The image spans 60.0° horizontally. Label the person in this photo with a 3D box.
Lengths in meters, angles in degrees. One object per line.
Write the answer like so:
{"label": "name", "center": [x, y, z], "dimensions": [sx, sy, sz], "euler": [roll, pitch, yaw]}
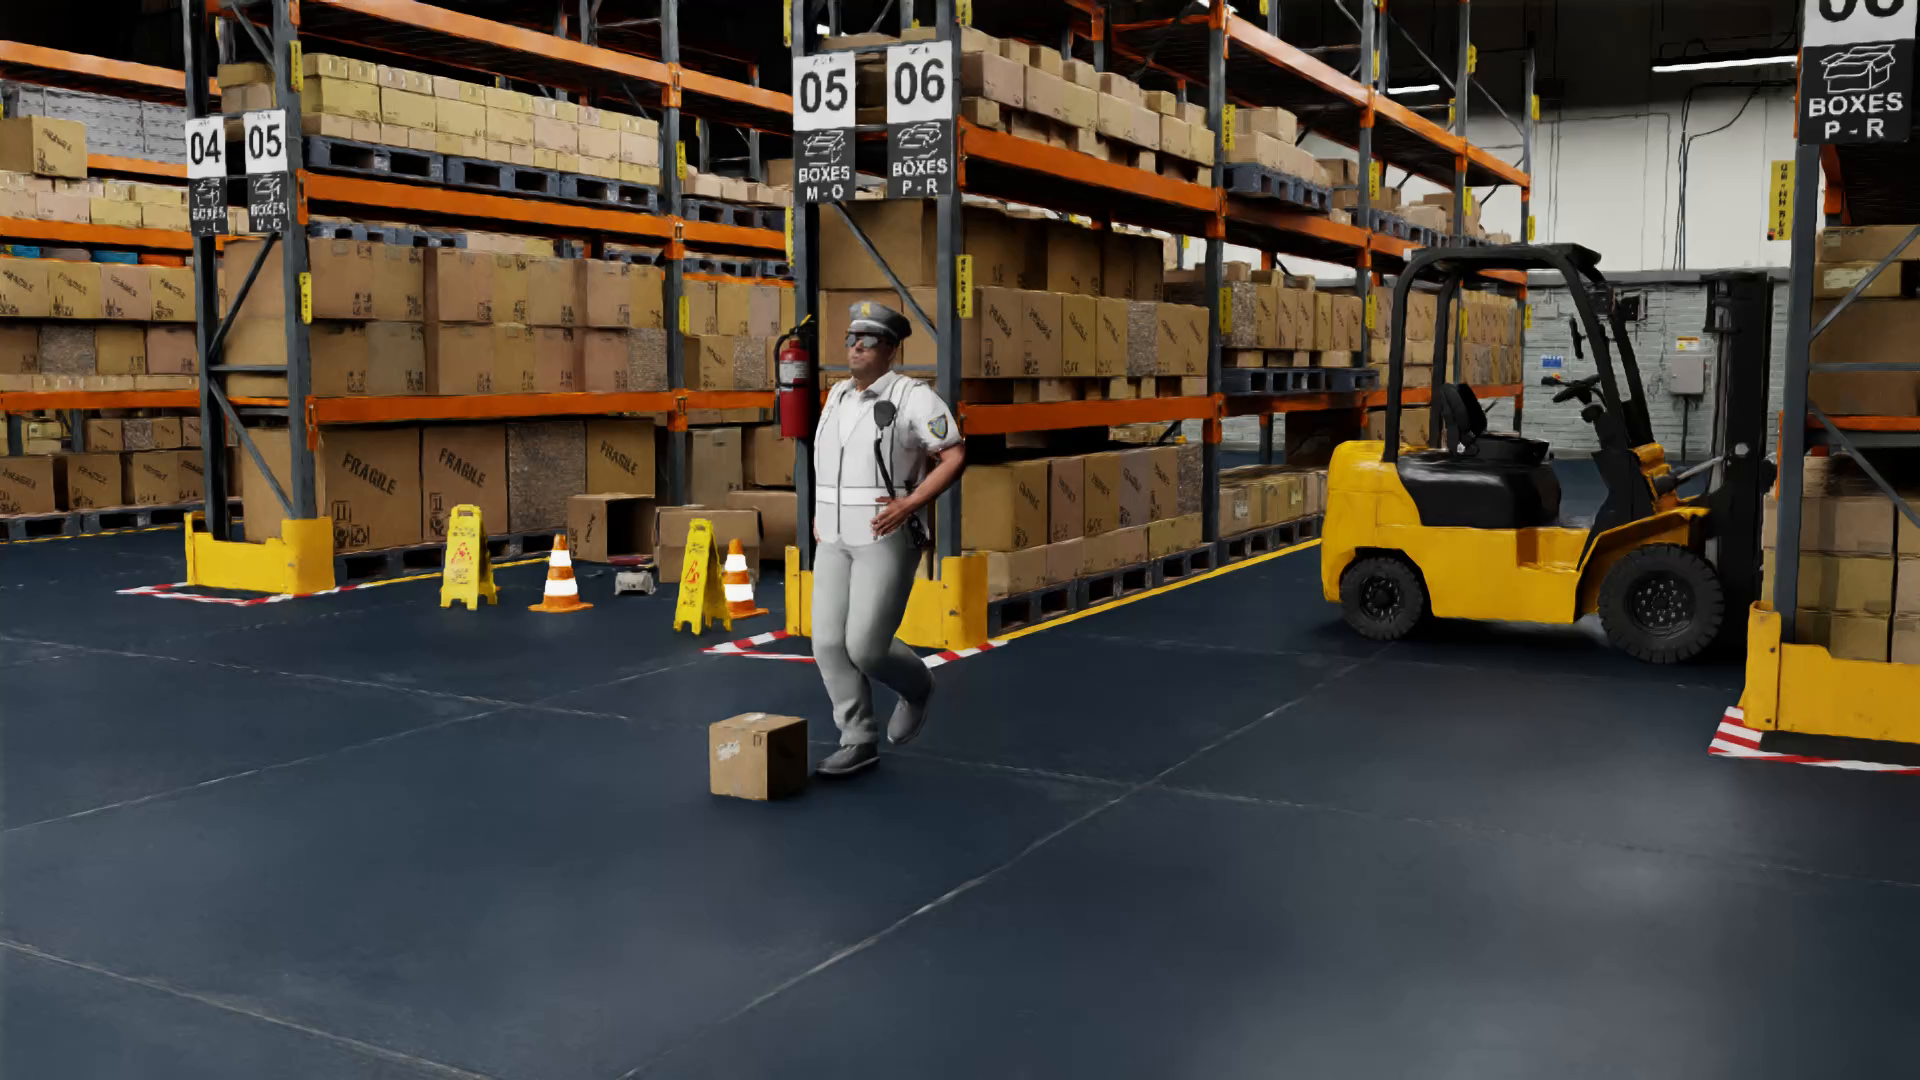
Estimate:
{"label": "person", "center": [-0.317, -0.016, 6.230], "dimensions": [0.678, 1.749, 0.639], "euler": [4, 7, 34]}
